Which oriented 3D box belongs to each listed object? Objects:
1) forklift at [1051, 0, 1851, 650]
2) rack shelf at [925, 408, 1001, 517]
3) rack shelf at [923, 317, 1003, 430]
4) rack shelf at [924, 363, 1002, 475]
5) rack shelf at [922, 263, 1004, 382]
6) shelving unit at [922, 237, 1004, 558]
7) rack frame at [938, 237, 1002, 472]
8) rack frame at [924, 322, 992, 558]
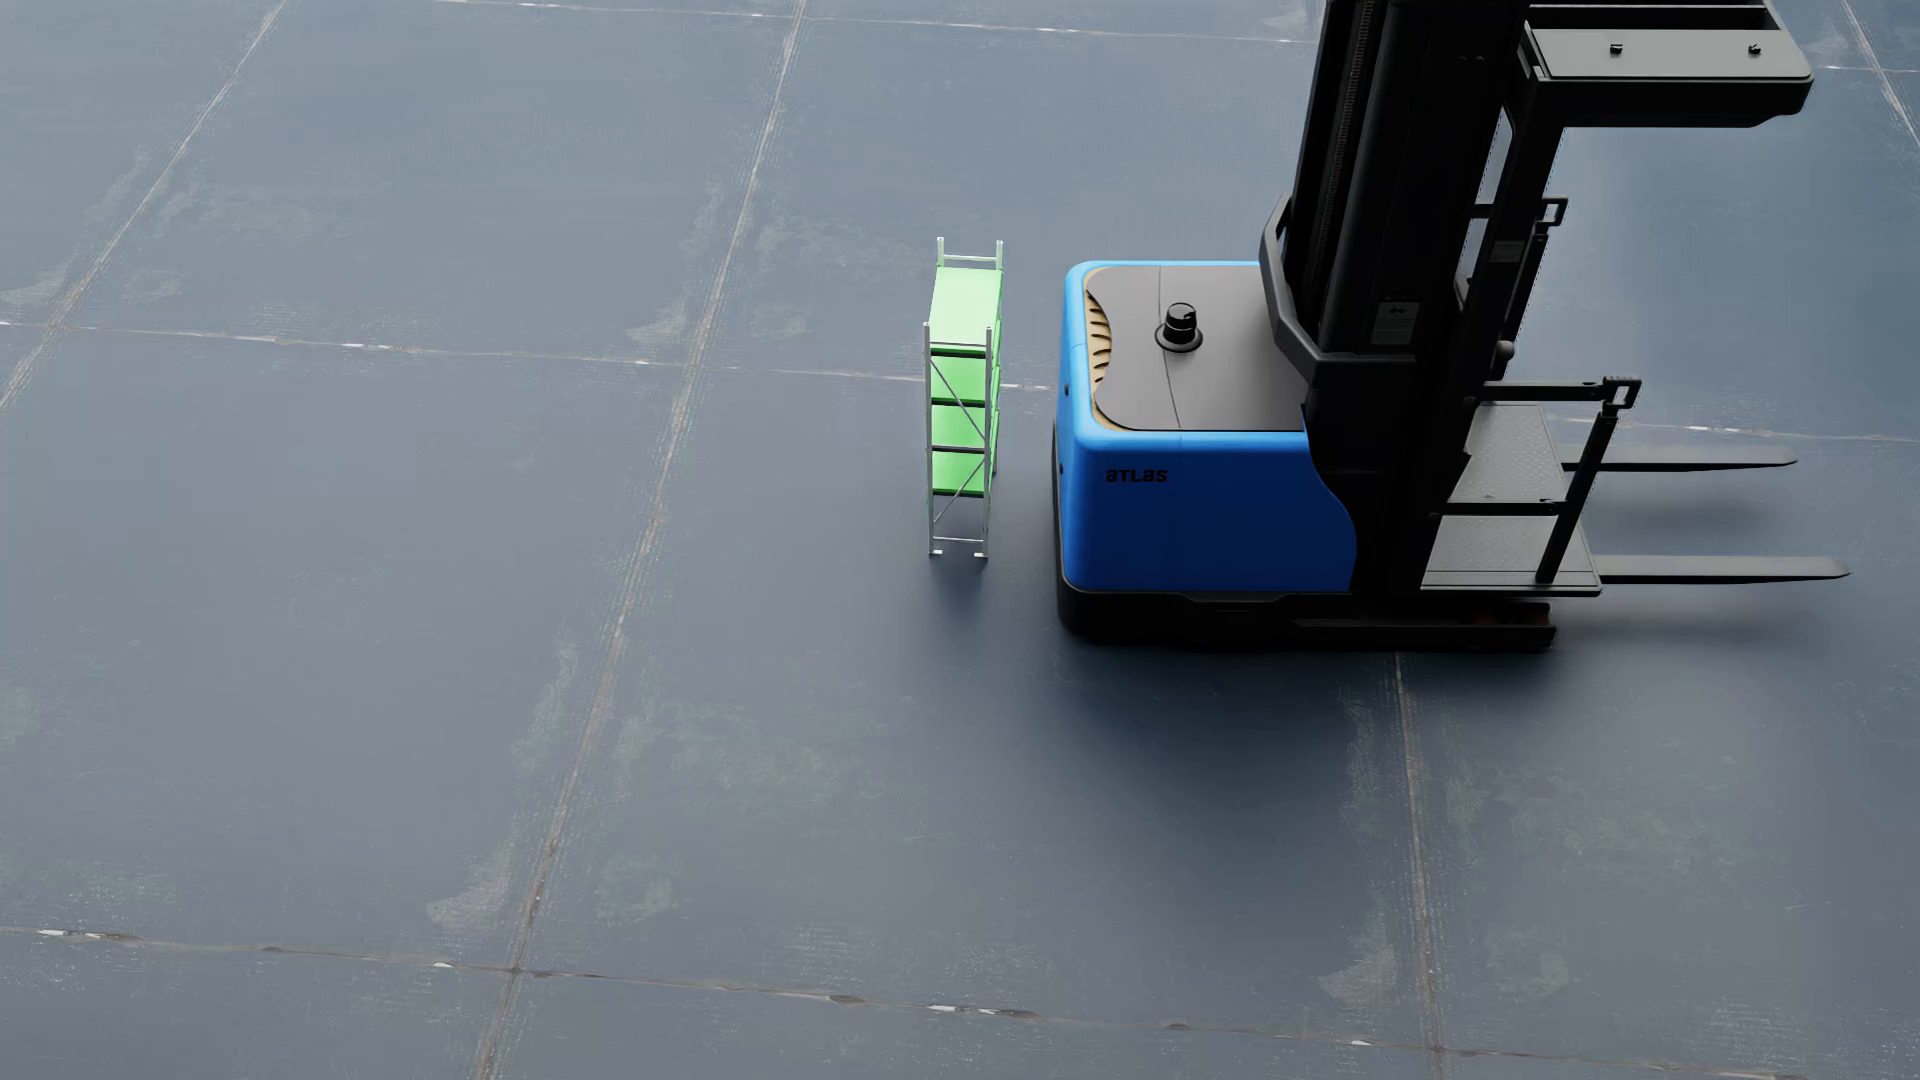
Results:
[{"bbox_3d":[1.897,-0.963,5.670,3.031,2.935,1.130,0,48,0],"label":"forklift"},{"bbox_3d":[0.015,-0.321,6.669,0.258,0.148,0.480,4,48,4],"label":"rack shelf"},{"bbox_3d":[0.015,-0.645,6.314,0.258,0.148,0.480,4,48,4],"label":"rack shelf"},{"bbox_3d":[0.015,-0.483,6.492,0.258,0.148,0.480,4,48,4],"label":"rack shelf"},{"bbox_3d":[0.015,-0.807,6.137,0.258,0.148,0.480,4,48,4],"label":"rack shelf"},{"bbox_3d":[0.015,-0.527,6.444,0.258,1.200,0.503,4,48,4],"label":"shelving unit"},{"bbox_3d":[0.037,-0.706,6.608,0.240,1.200,0.015,4,48,4],"label":"rack frame"},{"bbox_3d":[-0.007,-0.347,6.280,0.240,1.200,0.015,4,48,4],"label":"rack frame"}]
